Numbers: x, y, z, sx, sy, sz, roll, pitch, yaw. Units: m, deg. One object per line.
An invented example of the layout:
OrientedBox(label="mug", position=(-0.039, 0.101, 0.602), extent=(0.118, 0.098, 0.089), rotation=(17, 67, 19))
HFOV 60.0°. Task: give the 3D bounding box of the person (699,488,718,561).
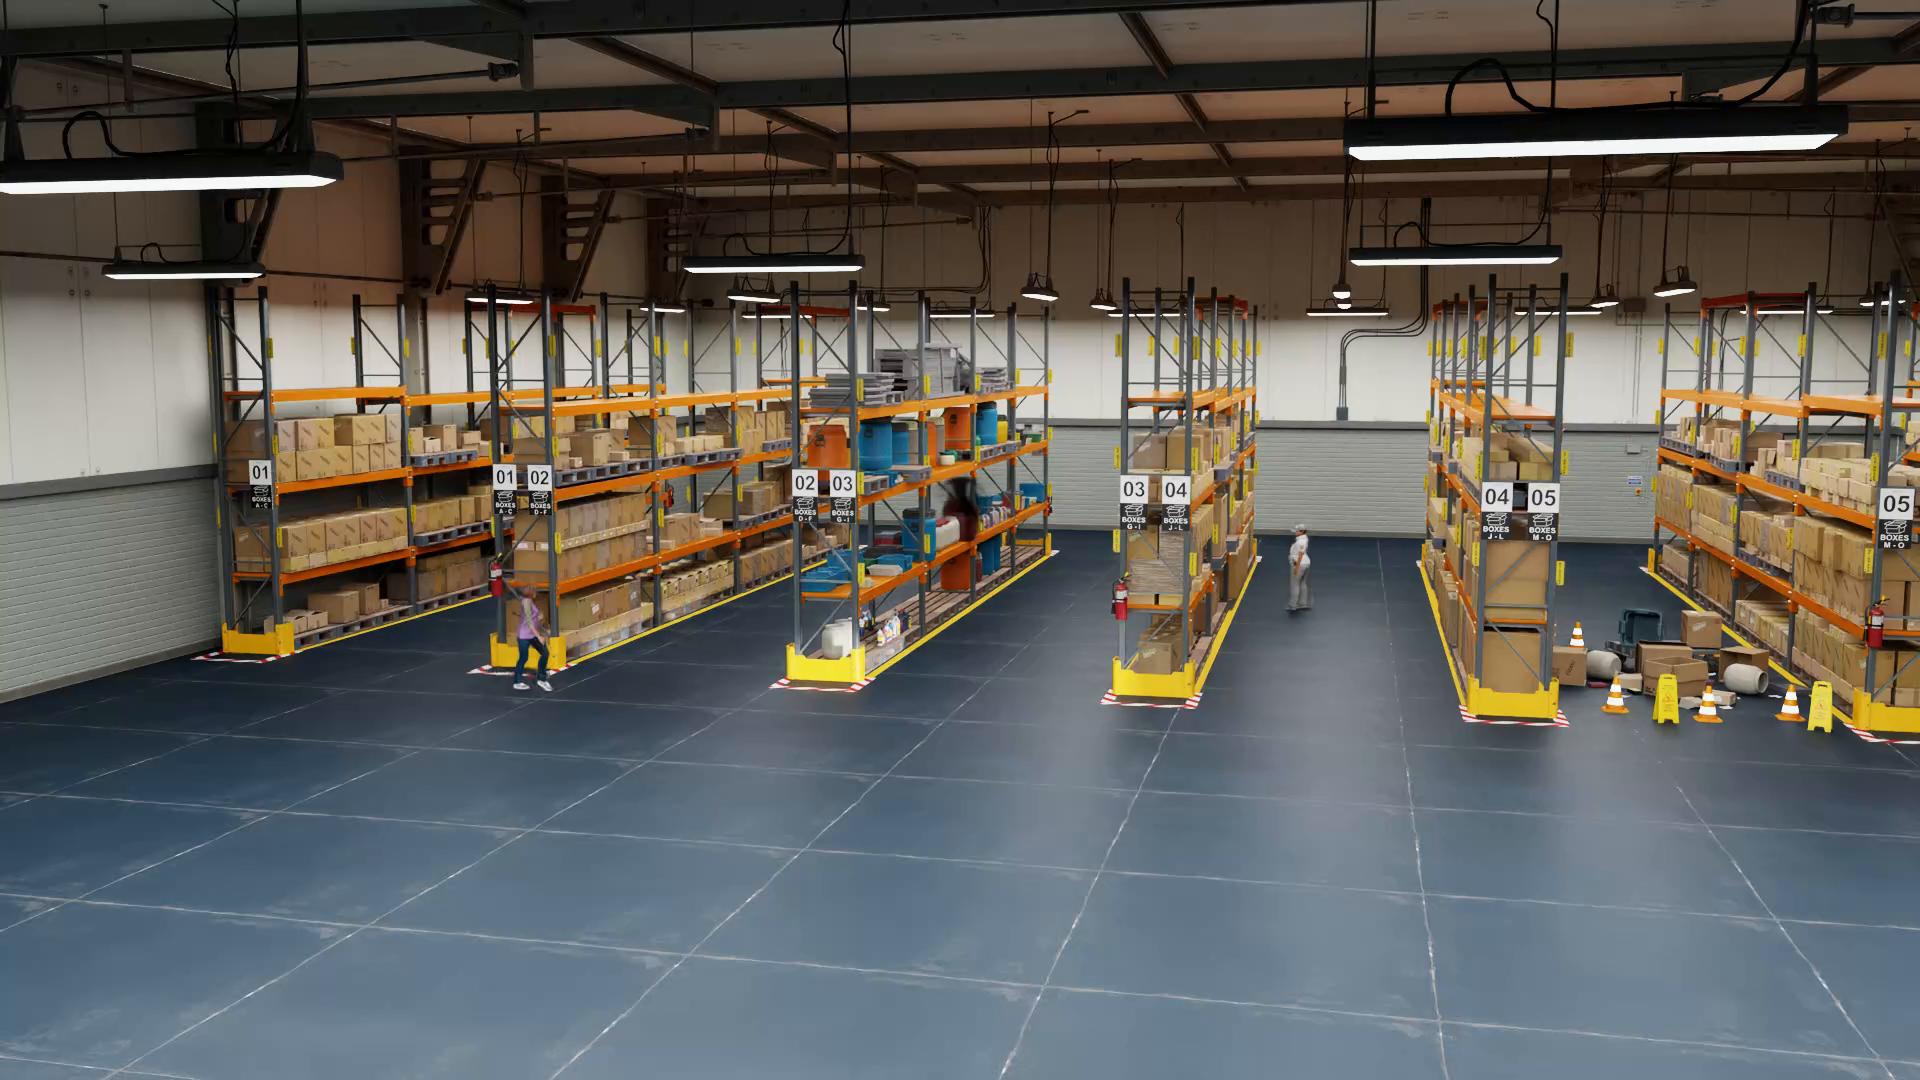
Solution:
OrientedBox(label="person", position=(-5.848, -0.337, 39.353), extent=(0.762, 1.811, 0.935), rotation=(2, 7, 16))

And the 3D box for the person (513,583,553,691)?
OrientedBox(label="person", position=(-6.290, 1.535, 24.278), extent=(0.596, 1.392, 0.399), rotation=(2, 7, 19))

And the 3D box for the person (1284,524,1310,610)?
OrientedBox(label="person", position=(6.495, 0.513, 31.976), extent=(0.435, 1.667, 0.547), rotation=(3, 7, 26))

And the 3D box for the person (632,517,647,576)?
OrientedBox(label="person", position=(-7.100, -0.015, 36.793), extent=(0.368, 1.695, 0.491), rotation=(1, 7, 12))
